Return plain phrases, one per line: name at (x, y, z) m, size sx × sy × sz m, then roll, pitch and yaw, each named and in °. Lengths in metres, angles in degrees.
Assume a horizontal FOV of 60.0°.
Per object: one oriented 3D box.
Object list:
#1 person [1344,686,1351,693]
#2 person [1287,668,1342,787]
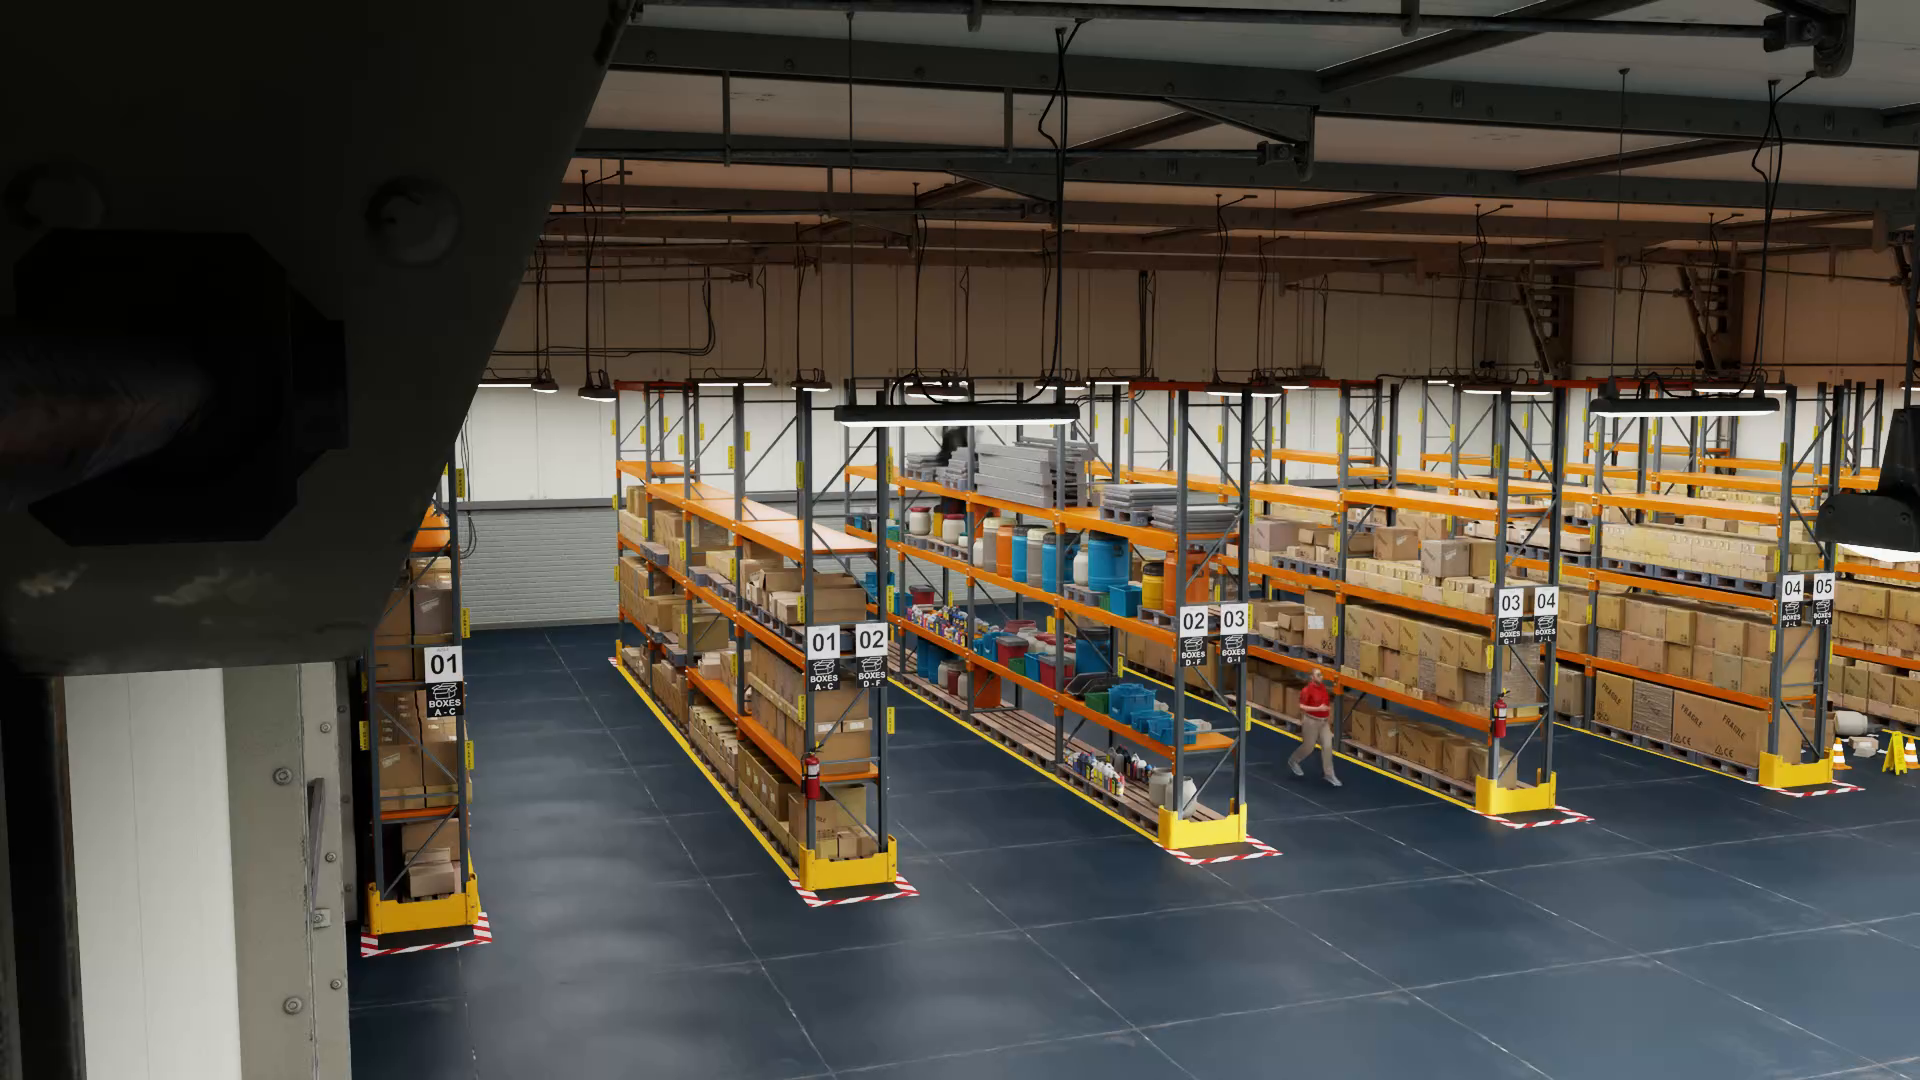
person at (7.204, 2.269, 31.004) m, size 0.549 × 1.595 × 0.641 m, roll -2°, pitch 6°, yaw -20°
person at (5.376, 2.796, 25.162) m, size 0.659 × 1.737 × 0.967 m, roll -4°, pitch 7°, yaw -34°
